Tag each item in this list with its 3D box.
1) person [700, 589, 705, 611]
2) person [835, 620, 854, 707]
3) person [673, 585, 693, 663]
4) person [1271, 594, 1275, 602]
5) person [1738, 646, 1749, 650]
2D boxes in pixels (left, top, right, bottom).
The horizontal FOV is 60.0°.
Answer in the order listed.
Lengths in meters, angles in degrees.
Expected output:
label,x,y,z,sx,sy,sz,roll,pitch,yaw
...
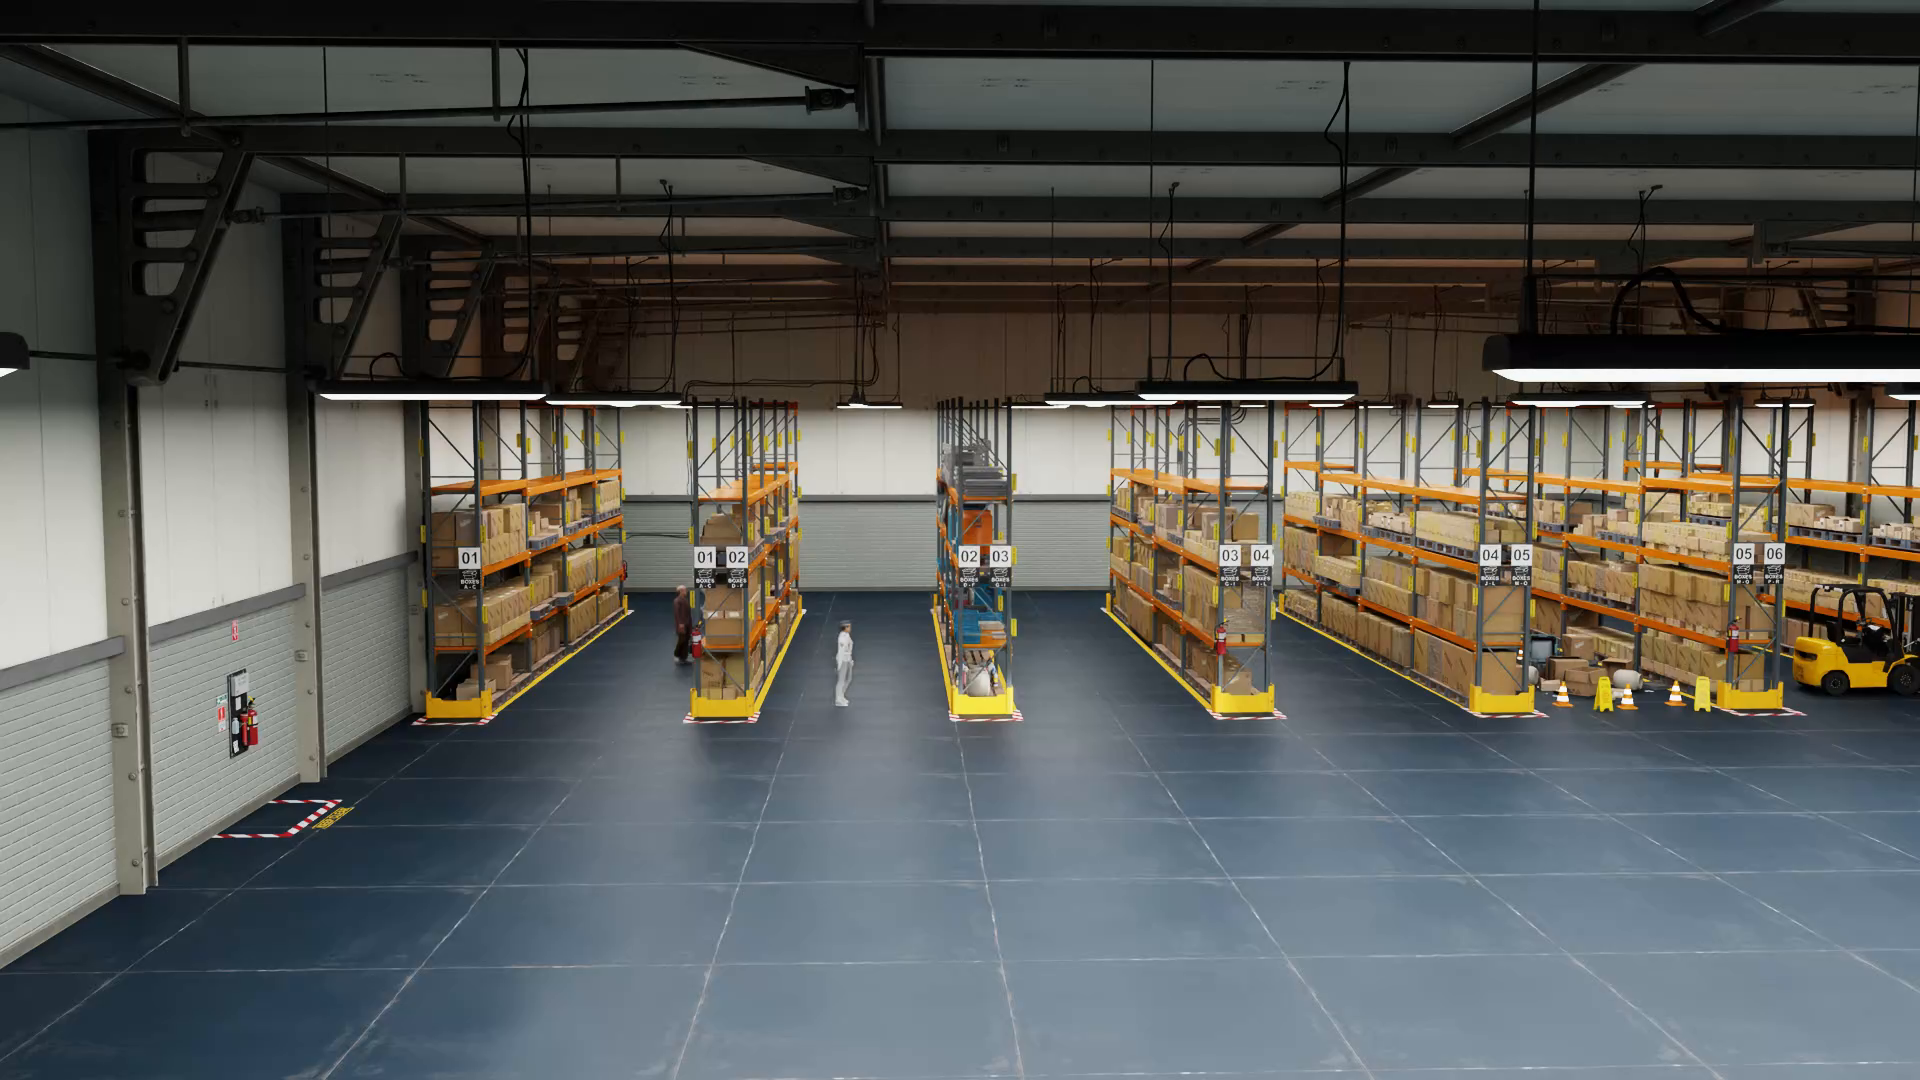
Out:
label,x,y,z,sx,sy,sz,roll,pitch,yaw
person,-6.915,1.344,45.888,0.619,1.678,0.532,1,5,12
person,-2.251,2.379,32.337,0.349,1.670,0.526,0,4,3
person,-6.293,1.917,37.741,0.487,1.782,0.586,3,5,30
person,8.866,1.046,49.437,0.985,1.726,0.677,-1,4,-8
person,17.991,1.897,38.321,0.613,1.747,0.696,4,6,41
